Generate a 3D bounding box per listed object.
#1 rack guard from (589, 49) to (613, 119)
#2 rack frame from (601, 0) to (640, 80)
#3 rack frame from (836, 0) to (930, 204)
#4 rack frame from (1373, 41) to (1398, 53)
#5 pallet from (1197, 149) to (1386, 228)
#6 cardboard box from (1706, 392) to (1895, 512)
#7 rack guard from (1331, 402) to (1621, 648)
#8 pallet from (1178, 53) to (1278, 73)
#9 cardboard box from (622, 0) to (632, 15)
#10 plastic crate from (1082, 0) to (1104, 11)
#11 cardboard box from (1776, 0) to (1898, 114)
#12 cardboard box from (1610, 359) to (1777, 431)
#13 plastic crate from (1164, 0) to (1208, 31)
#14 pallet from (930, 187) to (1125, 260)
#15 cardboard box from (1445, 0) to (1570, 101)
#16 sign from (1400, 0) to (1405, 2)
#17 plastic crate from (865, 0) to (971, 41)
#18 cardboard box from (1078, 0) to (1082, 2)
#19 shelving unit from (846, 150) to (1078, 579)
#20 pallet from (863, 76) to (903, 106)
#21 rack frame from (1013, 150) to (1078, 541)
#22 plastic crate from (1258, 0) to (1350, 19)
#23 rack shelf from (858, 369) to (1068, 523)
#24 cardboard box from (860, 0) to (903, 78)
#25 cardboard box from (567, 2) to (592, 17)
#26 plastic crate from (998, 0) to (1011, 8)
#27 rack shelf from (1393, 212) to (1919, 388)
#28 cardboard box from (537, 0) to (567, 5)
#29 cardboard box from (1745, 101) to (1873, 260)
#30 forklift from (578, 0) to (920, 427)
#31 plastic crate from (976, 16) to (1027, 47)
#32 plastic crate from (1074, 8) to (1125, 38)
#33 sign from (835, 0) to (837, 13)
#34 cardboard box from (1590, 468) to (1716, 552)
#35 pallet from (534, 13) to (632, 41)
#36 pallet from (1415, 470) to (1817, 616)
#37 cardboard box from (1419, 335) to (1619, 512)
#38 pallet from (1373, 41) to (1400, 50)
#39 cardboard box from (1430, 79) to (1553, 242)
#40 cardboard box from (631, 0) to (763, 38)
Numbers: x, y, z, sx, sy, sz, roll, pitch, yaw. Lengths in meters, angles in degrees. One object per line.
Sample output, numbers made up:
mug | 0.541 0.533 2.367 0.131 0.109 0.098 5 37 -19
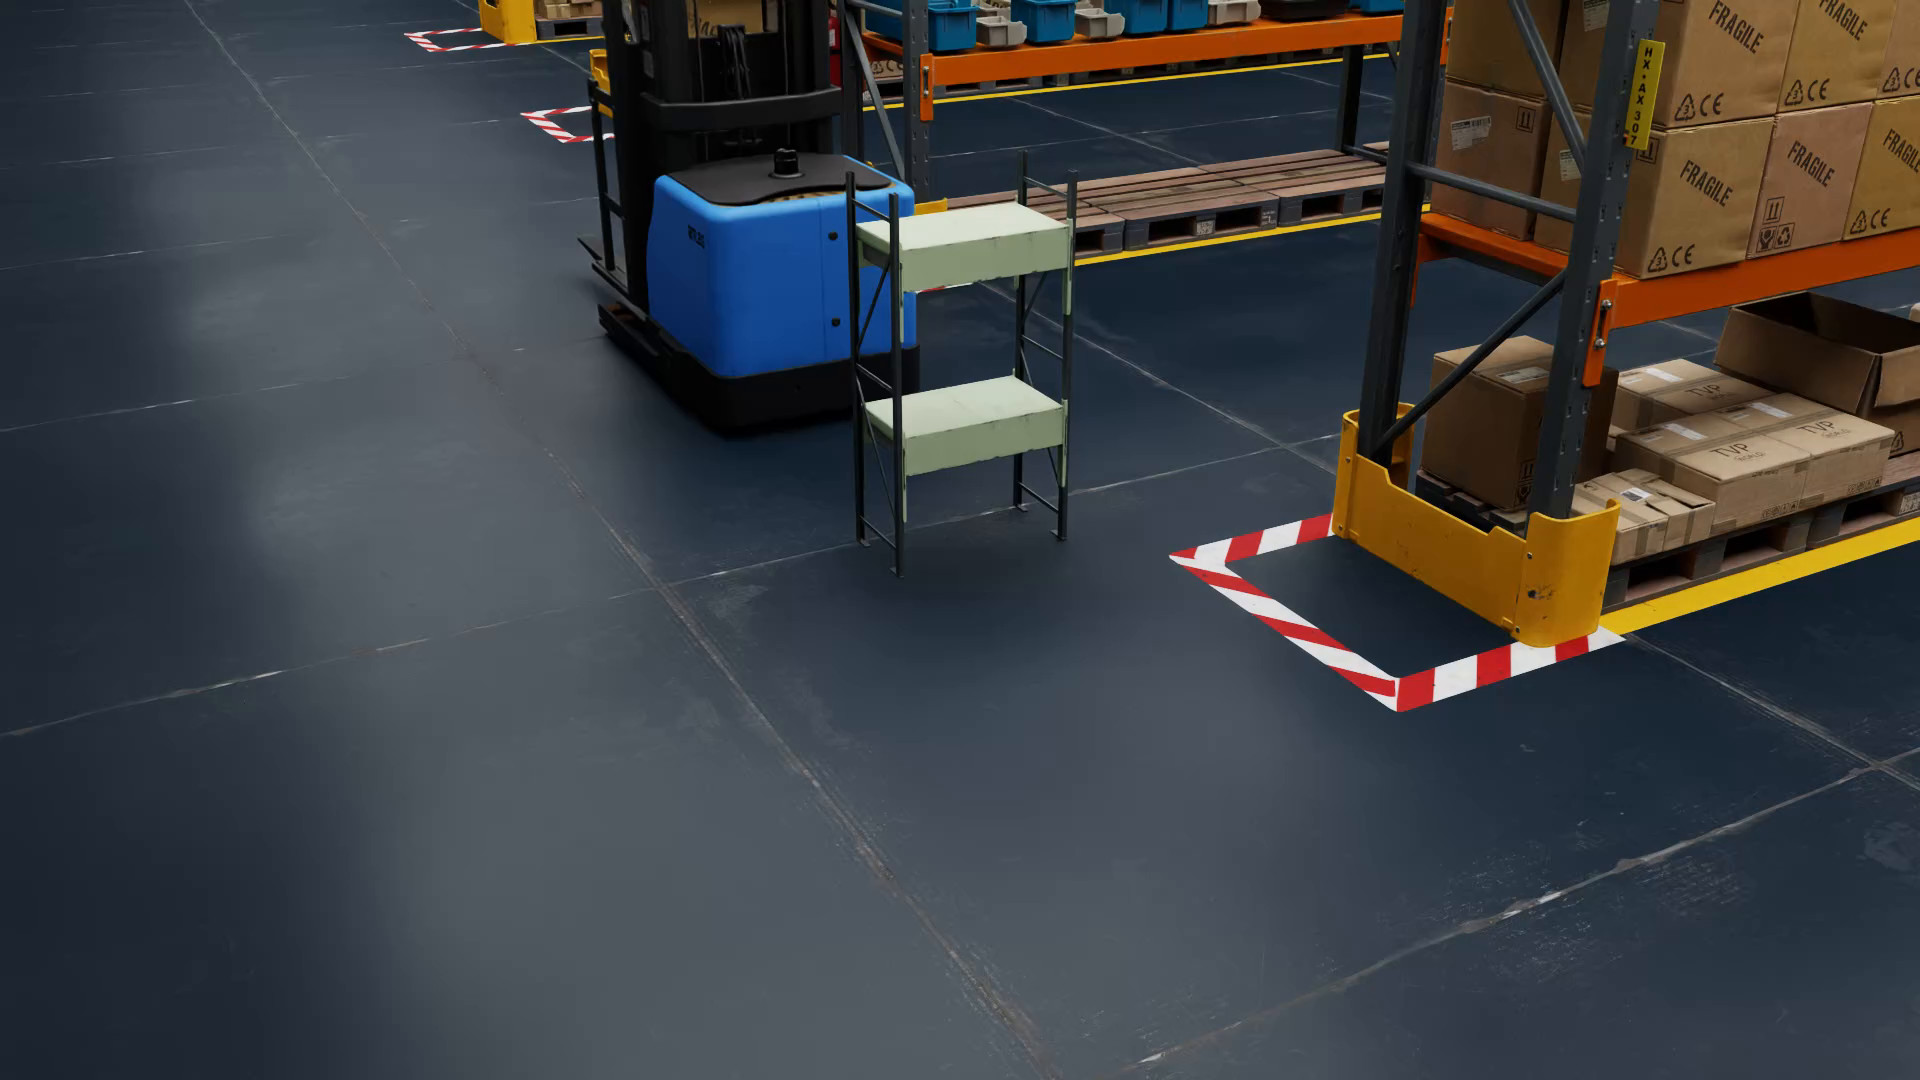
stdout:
rack guard | -2.817 -3.851 14.193 0.348 0.500 1.175 -13 29 -25
rack frame | -2.796 -4.983 13.662 0.127 3.000 1.000 -13 29 -25
rack frame | -0.465 -3.091 9.722 0.127 3.000 1.000 -13 29 -25
rack frame | 4.263 -6.612 17.056 0.127 3.000 1.000 -13 29 -25
pallet | 2.434 -2.484 11.680 1.213 0.211 1.003 -13 29 -25
cardboard box | 3.358 -0.363 6.710 0.500 0.250 0.500 -13 29 -25
rack guard | 1.930 -0.087 6.354 0.348 0.500 1.175 -13 29 -25
pallet | 2.457 -4.976 16.871 1.213 0.211 1.003 -13 29 -25
cardboard box | -3.742 -5.934 18.452 0.250 0.149 0.380 -13 28 -24
plastic crate | 0.919 -3.421 10.646 0.250 0.136 0.298 -13 29 -25
cardboard box | 2.836 -1.793 5.749 0.500 0.500 0.500 -13 28 -25
cardboard box | 3.079 -0.544 7.086 0.500 0.250 0.500 -13 29 -25
plastic crate | 1.334 -3.296 10.274 0.300 0.233 0.416 -13 29 -25
pallet | 0.281 -1.987 10.645 1.213 0.211 1.003 -13 29 -25
cardboard box | 2.126 -1.890 5.950 0.500 0.500 0.500 -13 29 -26
sign | 1.619 -2.079 5.912 0.005 0.325 0.100 -13 29 -25
plastic crate | -0.257 -3.274 9.992 0.499 0.435 0.616 -13 29 -25
cardboard box | 1.289 -5.167 16.015 0.875 0.875 1.225 -13 29 -25
shelving unit | 0.006 -0.677 6.428 0.755 1.500 0.431 -13 29 -25
pallet | -1.052 -4.165 15.181 1.213 0.211 1.003 -13 29 -25
rack frame | 0.329 -0.752 6.584 0.023 1.500 0.400 -13 29 -25
plastic crate | 2.203 -3.478 10.777 0.590 0.125 0.437 -13 29 -25
rack shelf | 0.006 -0.384 6.569 0.720 0.370 0.431 -13 29 -25
cardboard box | -0.680 -4.742 15.130 0.875 0.875 0.875 -13 29 -25
cardboard box | -4.235 -5.871 18.320 0.250 0.149 0.380 -13 29 -25
plastic crate | 0.432 -3.288 10.368 0.243 0.136 0.396 -13 29 -25
rack shelf | 3.627 -1.282 6.785 4.000 0.370 1.077 -13 29 -25
cardboard box | -4.457 -5.944 18.130 0.250 0.149 0.380 -12 28 -23
cardboard box | 2.831 -1.340 5.961 0.500 0.500 0.500 -13 29 -26
forklift | -1.319 -2.449 8.464 1.130 2.935 3.031 -13 28 -25
plastic crate | 0.230 -2.957 9.679 0.298 0.136 0.250 -13 29 -25
plastic crate | 0.828 -3.096 9.967 0.298 0.136 0.250 -13 29 -25
sign | -0.738 -3.371 10.118 0.005 0.325 0.100 -13 29 -25
cardboard box | 2.614 -0.125 6.309 0.250 0.166 0.380 -13 29 -25
pallet | -4.240 -5.808 18.603 1.213 0.211 1.003 -13 29 -25
pallet | 2.633 -0.120 6.755 1.213 0.211 1.003 -13 29 -25
cardboard box | 2.227 -0.475 6.653 0.500 0.500 0.500 -13 29 -25
pallet | 4.954 -5.513 17.990 1.213 0.211 1.003 -13 29 -25
cardboard box | 2.130 -1.439 6.165 0.500 0.500 0.500 -12 28 -24
cardboard box | -2.269 -4.375 14.366 0.875 0.875 0.875 -13 29 -25
